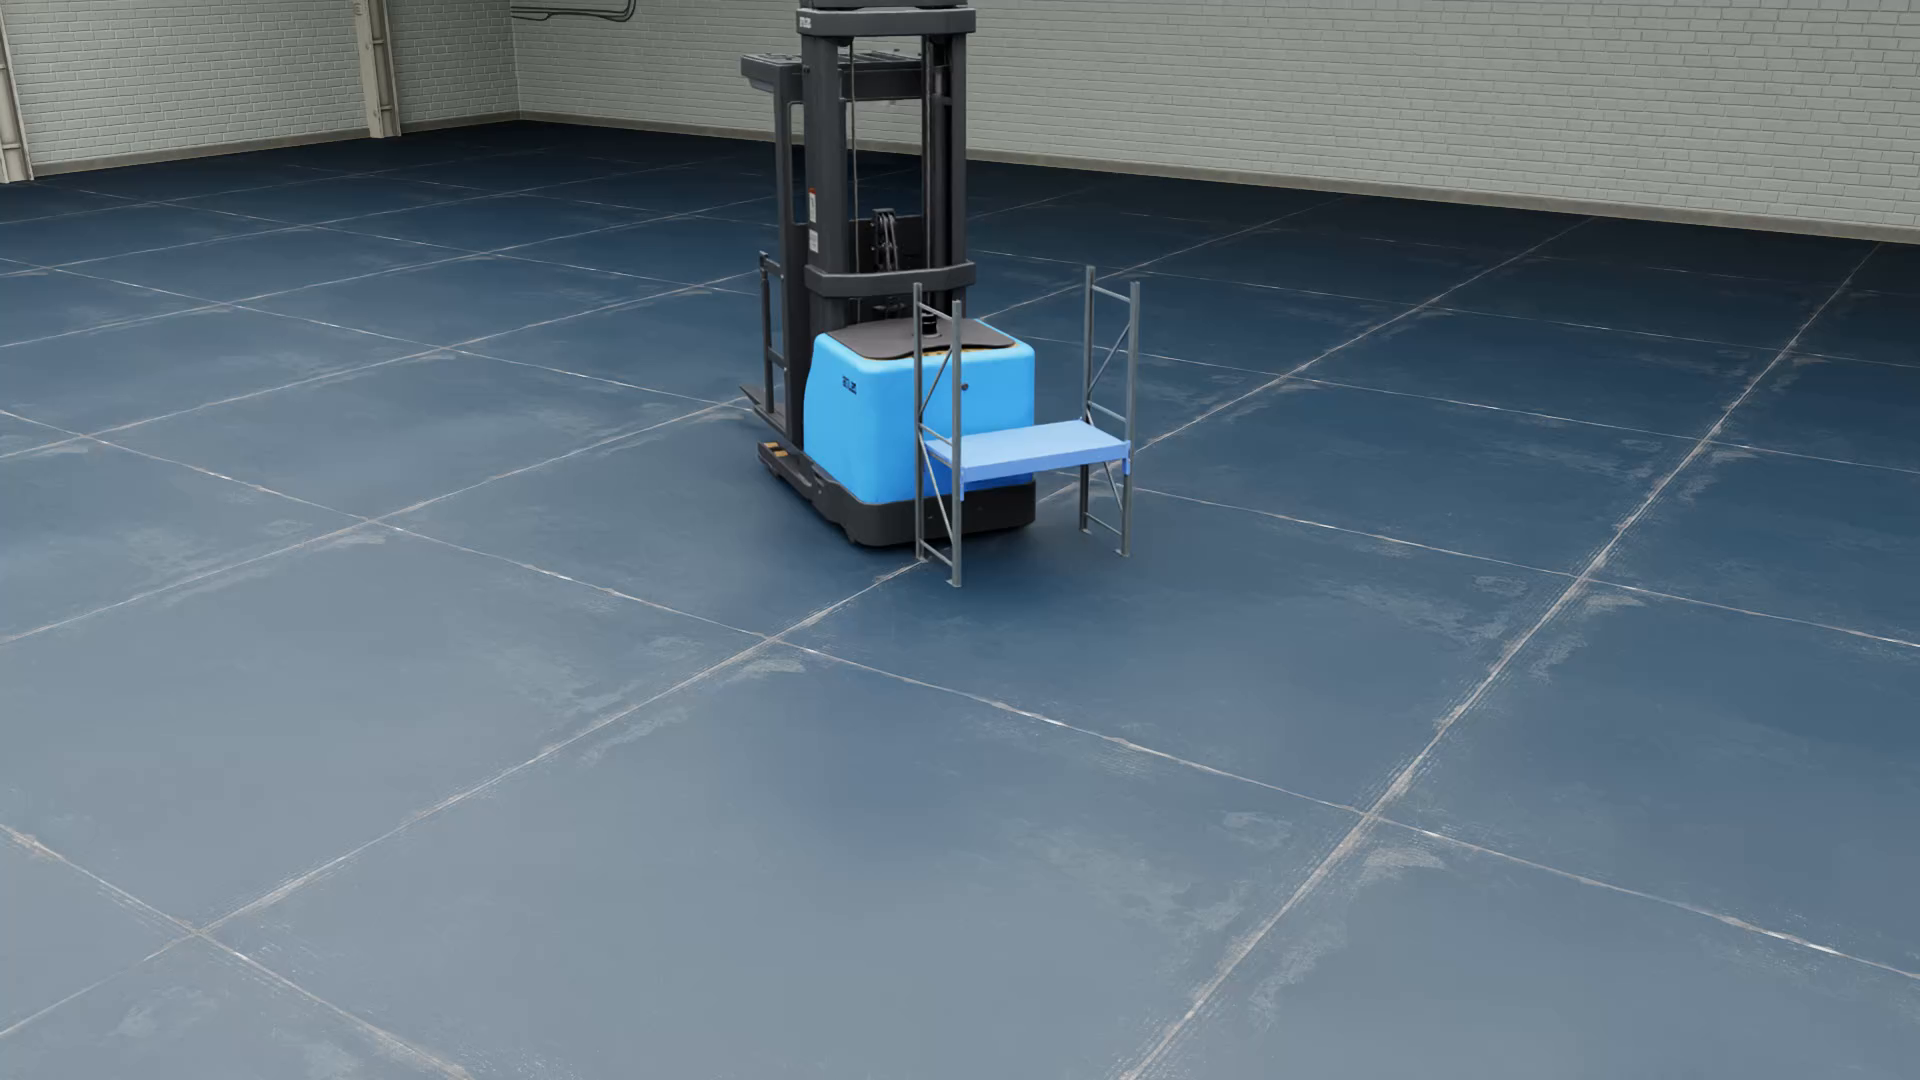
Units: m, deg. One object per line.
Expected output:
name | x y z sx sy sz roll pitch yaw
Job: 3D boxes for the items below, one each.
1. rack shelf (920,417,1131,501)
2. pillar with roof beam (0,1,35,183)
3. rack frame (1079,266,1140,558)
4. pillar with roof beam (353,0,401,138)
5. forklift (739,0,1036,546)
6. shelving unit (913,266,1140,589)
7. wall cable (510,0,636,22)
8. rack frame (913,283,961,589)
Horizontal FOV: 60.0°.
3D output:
rack shelf | 0.340 -0.440 8.809 1.000 0.185 0.538 -10 22 -24
pillar with roof beam | -9.124 -8.200 18.463 9.100 9.000 0.400 13 24 32
rack frame | 0.797 -0.686 8.956 0.032 1.500 0.500 -10 22 -24
pillar with roof beam | -5.751 -9.922 23.117 9.100 9.000 0.400 13 24 32
forklift | -0.624 -1.815 9.947 1.130 2.935 3.031 -8 22 -22
shelving unit | 0.340 -0.608 8.747 1.048 1.500 0.538 -10 22 -24
wall cable | -6.562 -9.892 27.513 3.097 2.526 0.112 13 24 32
rack frame | -0.117 -0.531 8.538 0.032 1.500 0.500 -10 22 -24
